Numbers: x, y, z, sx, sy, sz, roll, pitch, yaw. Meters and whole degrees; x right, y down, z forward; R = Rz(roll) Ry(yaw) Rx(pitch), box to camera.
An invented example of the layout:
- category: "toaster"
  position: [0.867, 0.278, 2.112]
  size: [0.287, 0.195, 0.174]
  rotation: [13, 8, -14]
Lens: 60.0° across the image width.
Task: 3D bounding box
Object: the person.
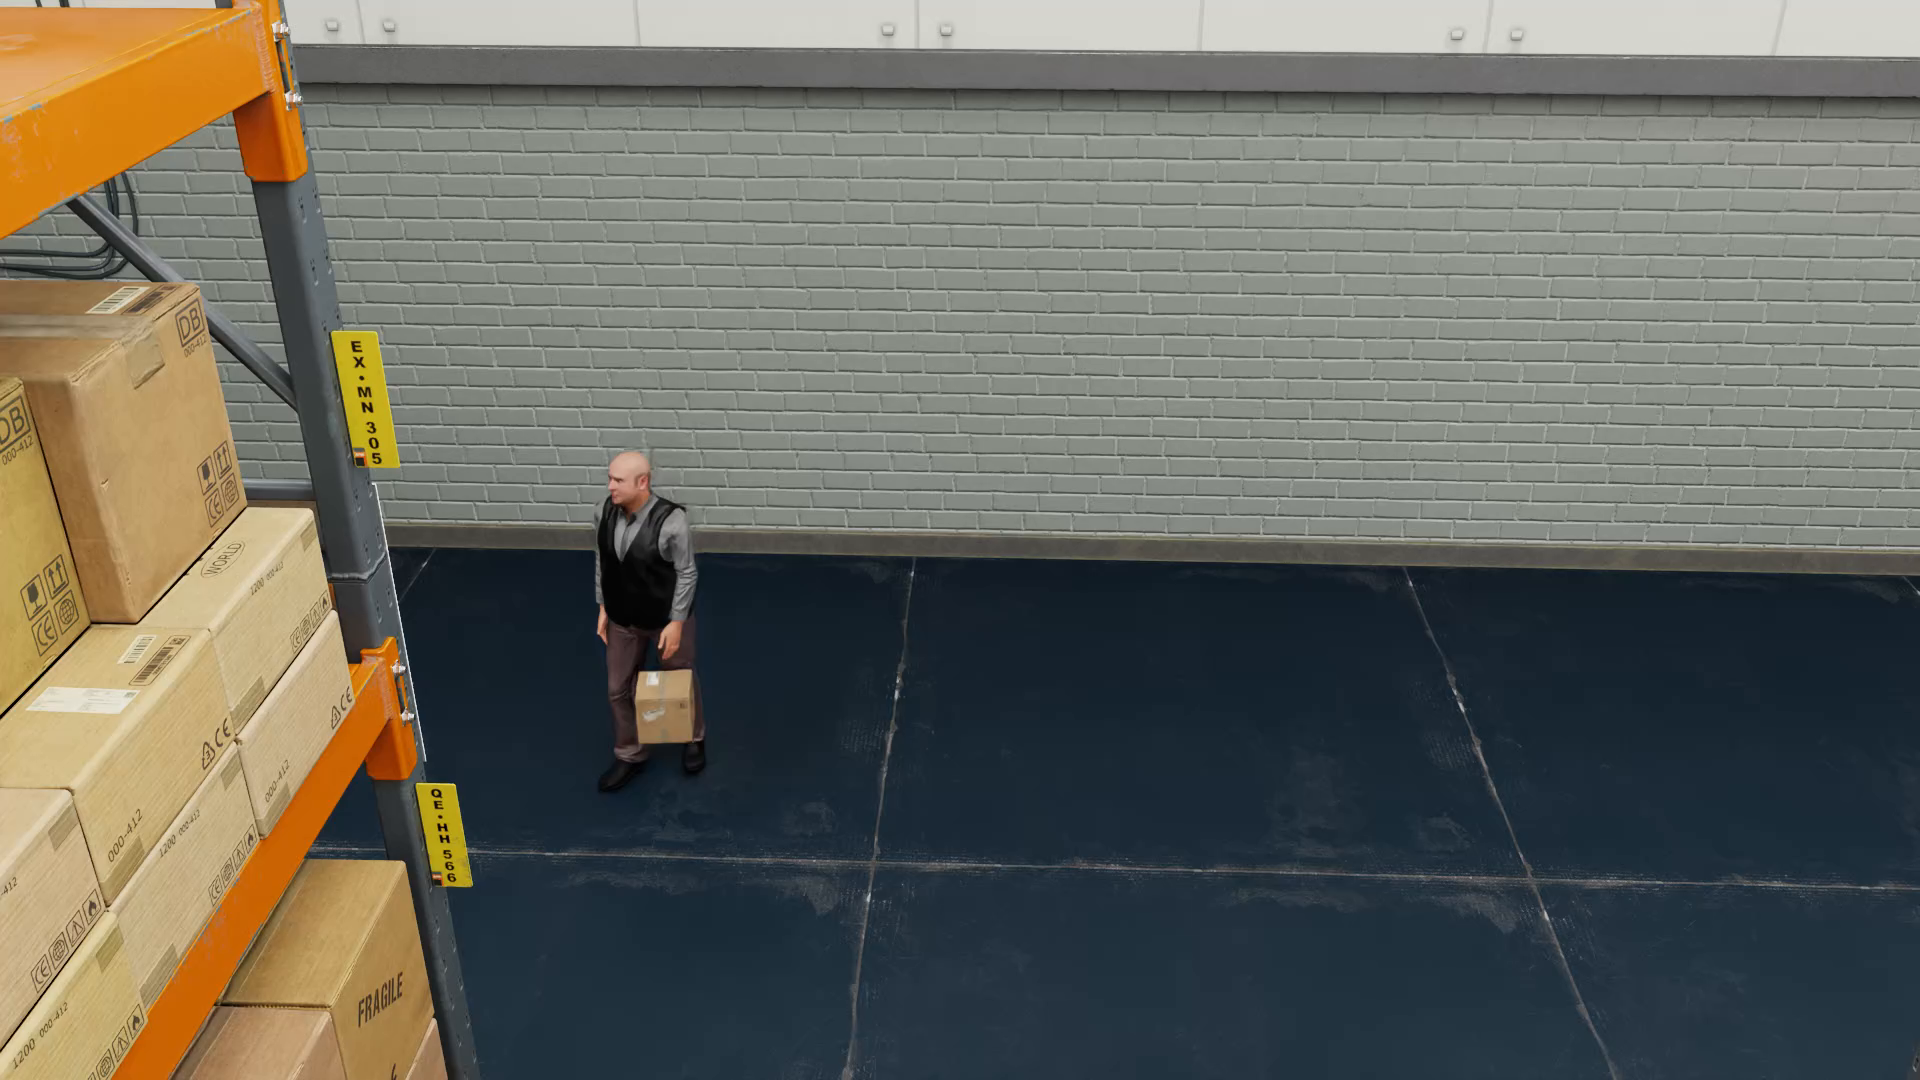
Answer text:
- category: "person"
  position: [-1.492, 0.386, 7.911]
  size: [0.549, 1.725, 0.564]
  rotation: [10, 29, 18]
